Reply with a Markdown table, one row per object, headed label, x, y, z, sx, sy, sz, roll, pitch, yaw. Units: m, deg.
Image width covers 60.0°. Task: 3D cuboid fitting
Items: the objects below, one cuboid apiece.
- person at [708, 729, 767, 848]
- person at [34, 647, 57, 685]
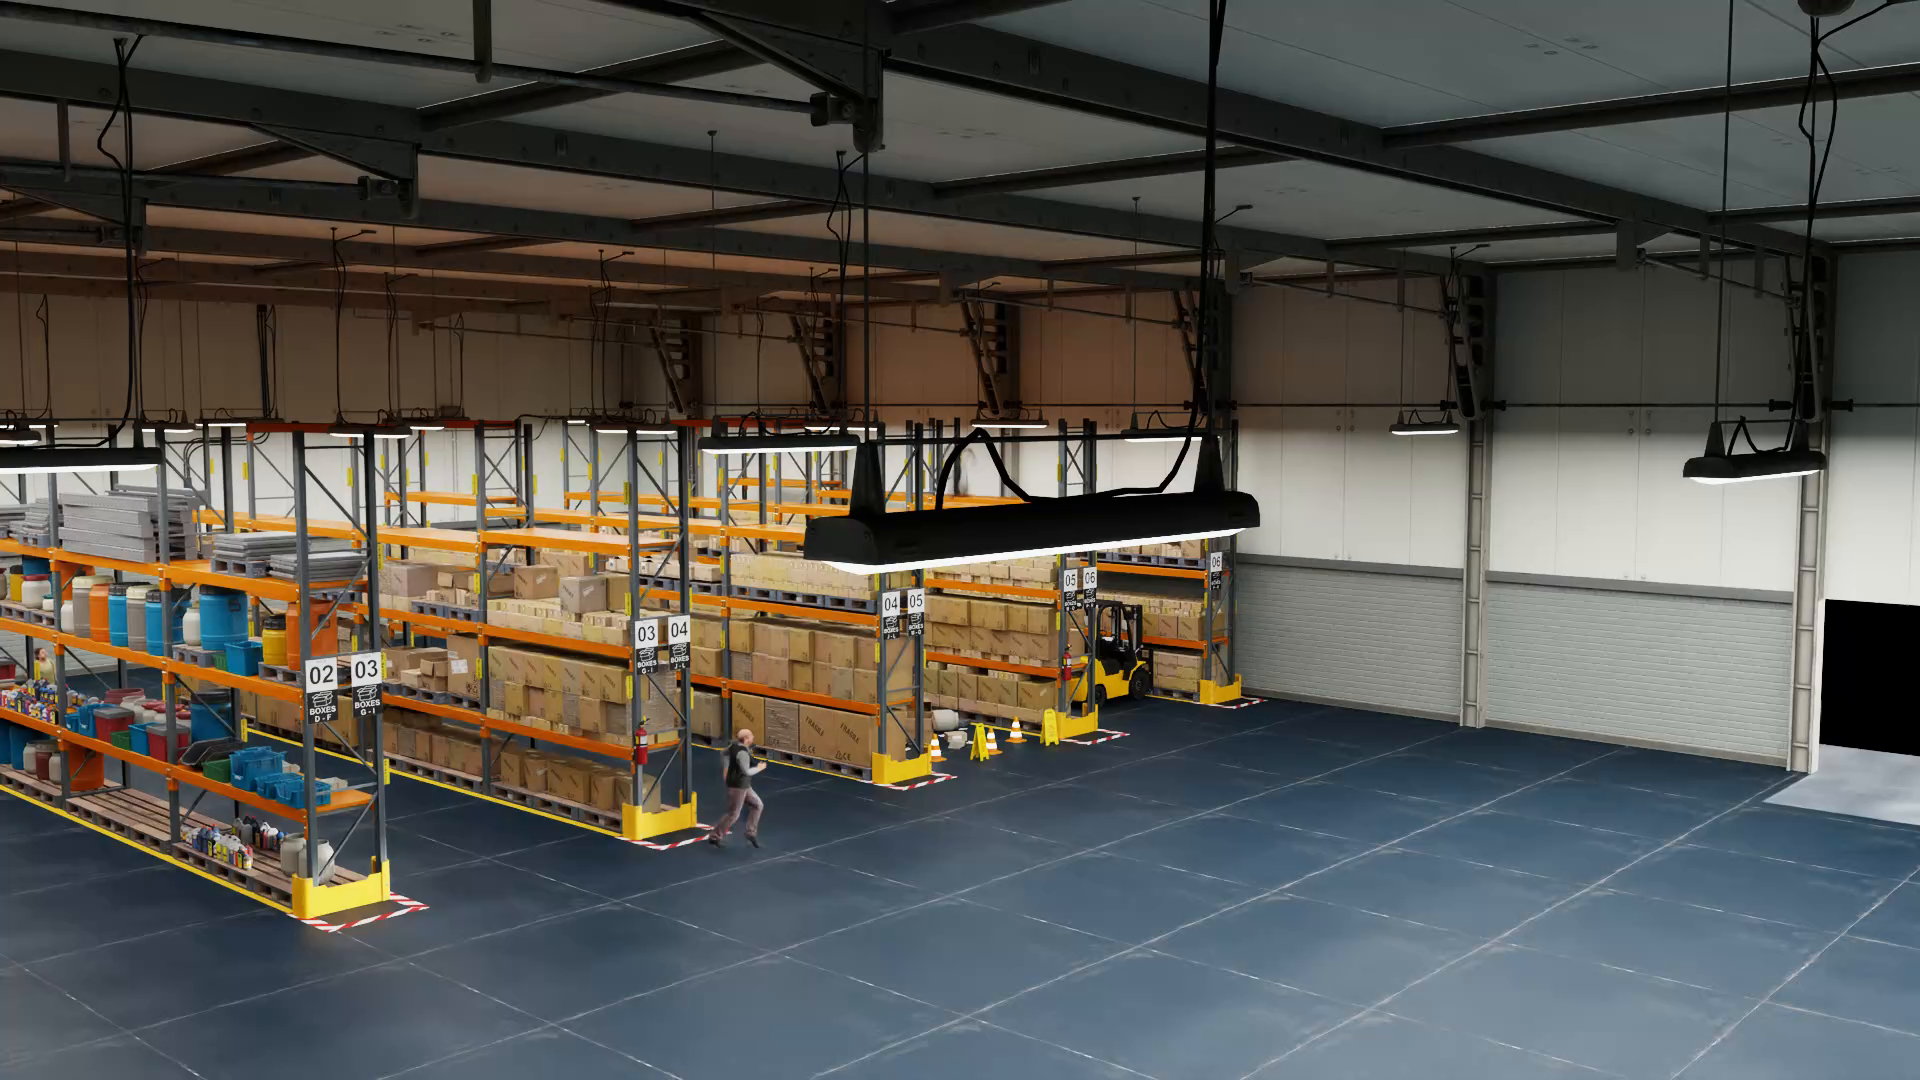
| label | x | y | z | sx | sy | sz | roll | pitch | yaw |
| --- | --- | --- | --- | --- | --- | --- | --- | --- | --- |
| person | -3.161 | 3.552 | 23.606 | 0.843 | 1.754 | 0.678 | -1 | 5 | -15 |
| person | -17.881 | 2.878 | 32.478 | 0.552 | 1.606 | 0.625 | 3 | 5 | 30 |
